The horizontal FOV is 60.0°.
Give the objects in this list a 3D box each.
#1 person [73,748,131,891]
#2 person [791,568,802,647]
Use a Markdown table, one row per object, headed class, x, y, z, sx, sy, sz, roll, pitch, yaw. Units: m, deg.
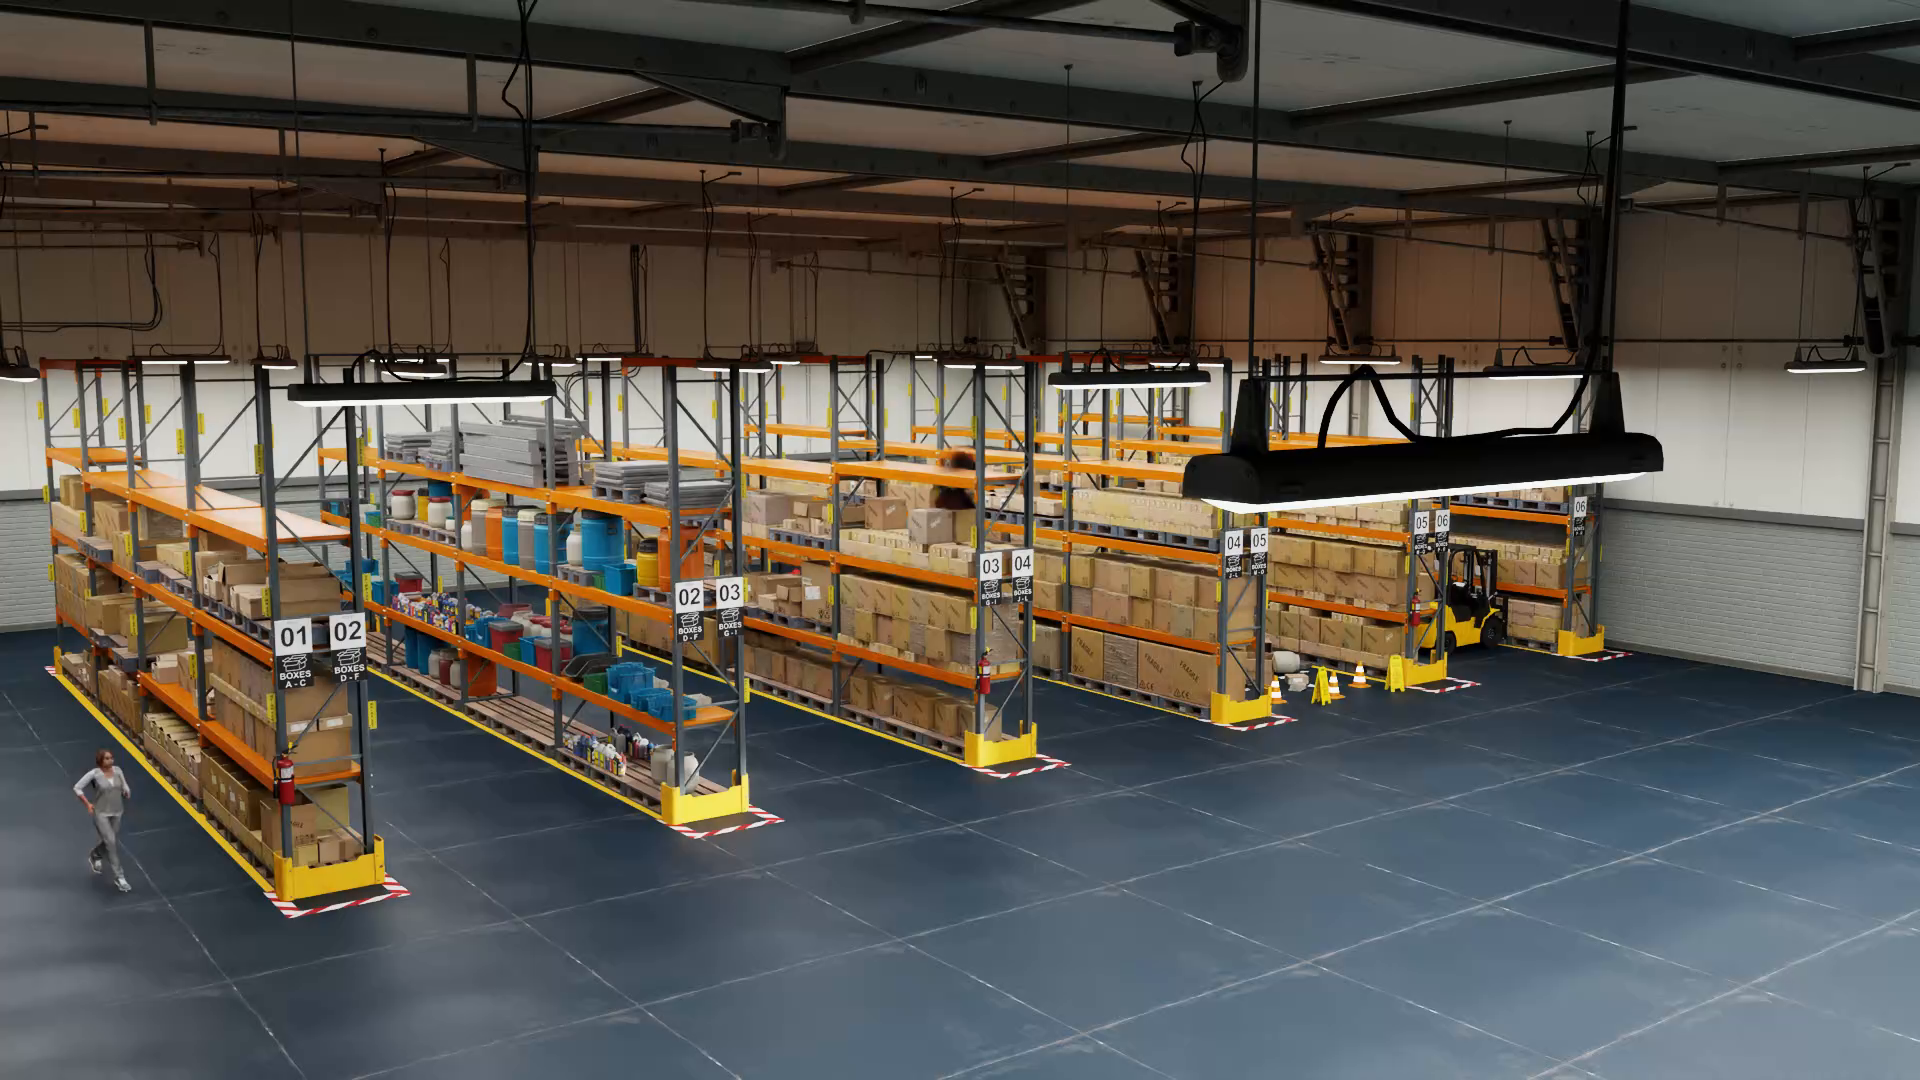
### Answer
| class | x | y | z | sx | sy | sz | roll | pitch | yaw |
| --- | --- | --- | --- | --- | --- | --- | --- | --- | --- |
| person | -9.923 | 3.212 | 19.336 | 0.871 | 1.613 | 0.539 | 4 | 8 | 31 |
| person | -3.255 | 1.440 | 33.568 | 0.651 | 1.738 | 0.613 | -6 | 9 | -42 |
